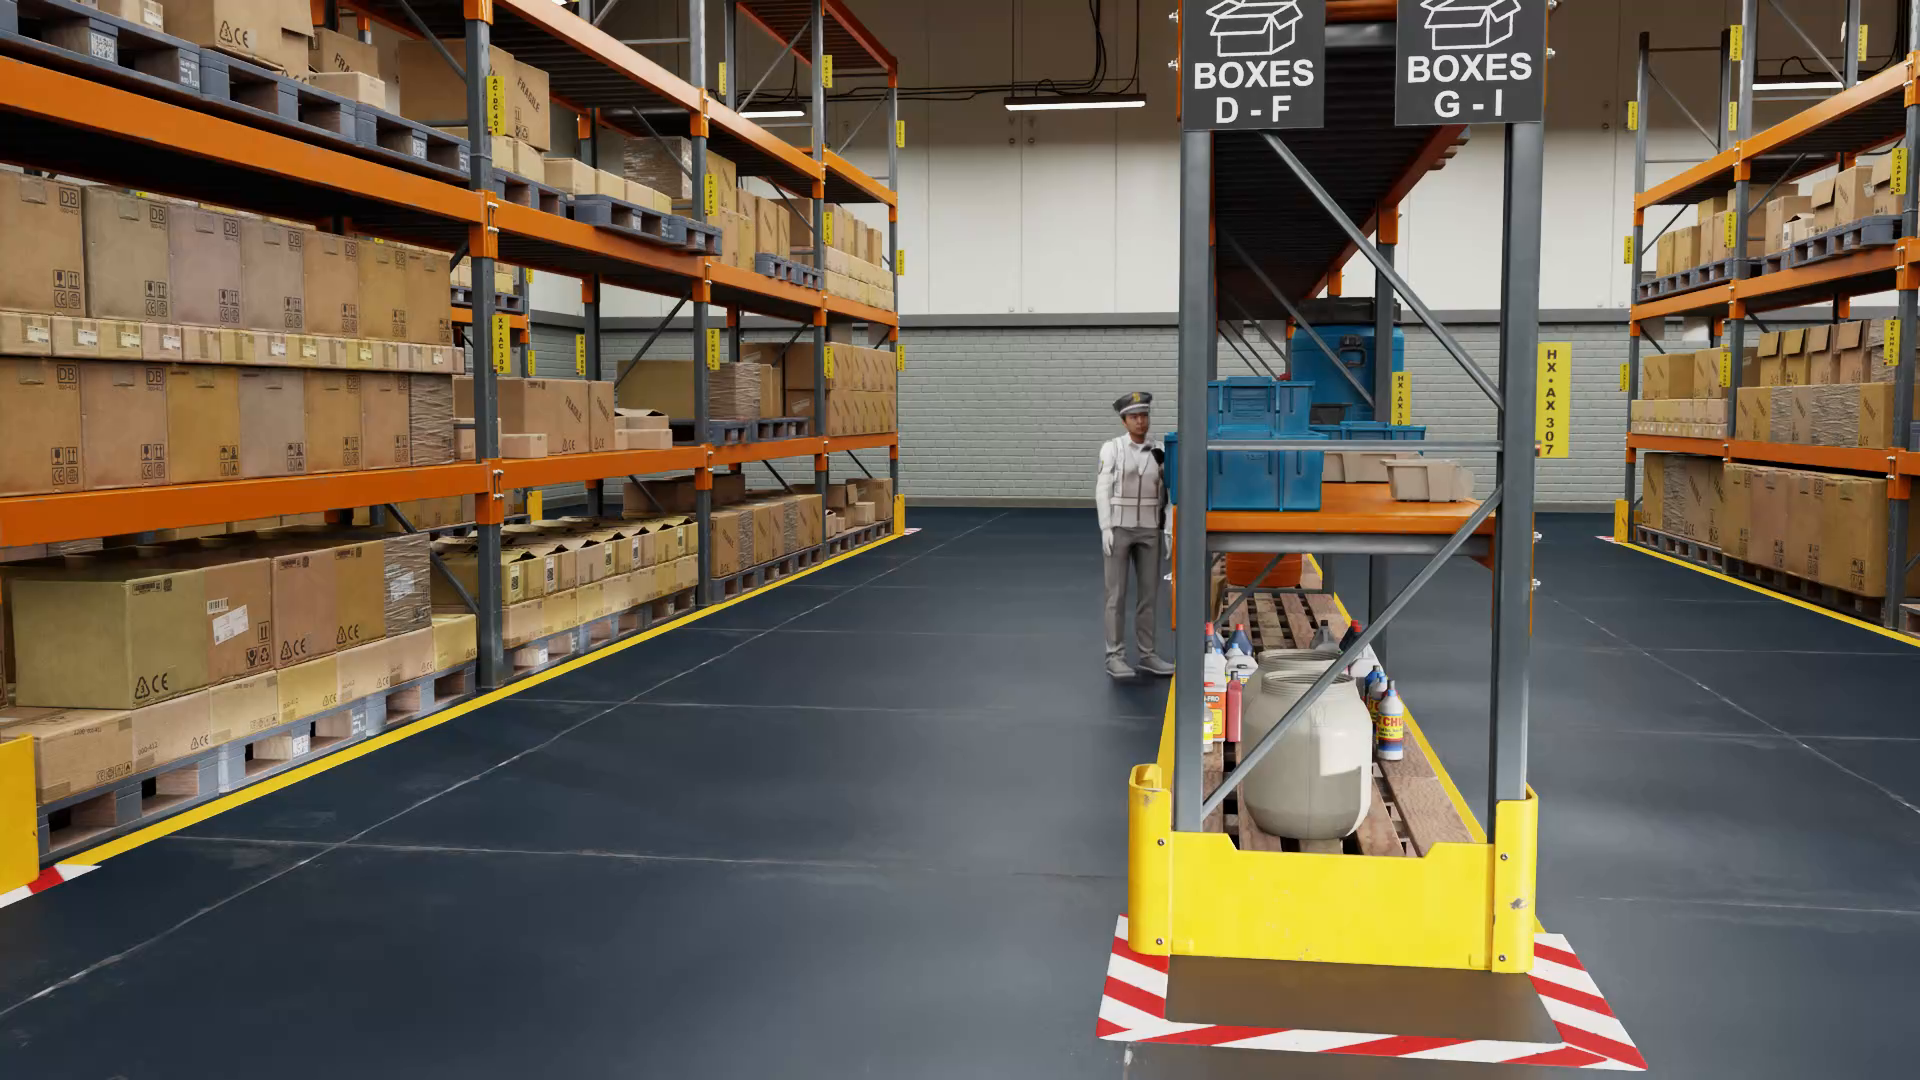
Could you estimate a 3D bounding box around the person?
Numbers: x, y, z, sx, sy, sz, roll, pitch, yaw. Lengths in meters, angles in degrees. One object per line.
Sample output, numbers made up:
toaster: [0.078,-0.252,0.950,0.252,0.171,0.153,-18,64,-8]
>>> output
person: [1.074,-0.031,9.856,0.515,1.694,0.481,-1,5,-12]
